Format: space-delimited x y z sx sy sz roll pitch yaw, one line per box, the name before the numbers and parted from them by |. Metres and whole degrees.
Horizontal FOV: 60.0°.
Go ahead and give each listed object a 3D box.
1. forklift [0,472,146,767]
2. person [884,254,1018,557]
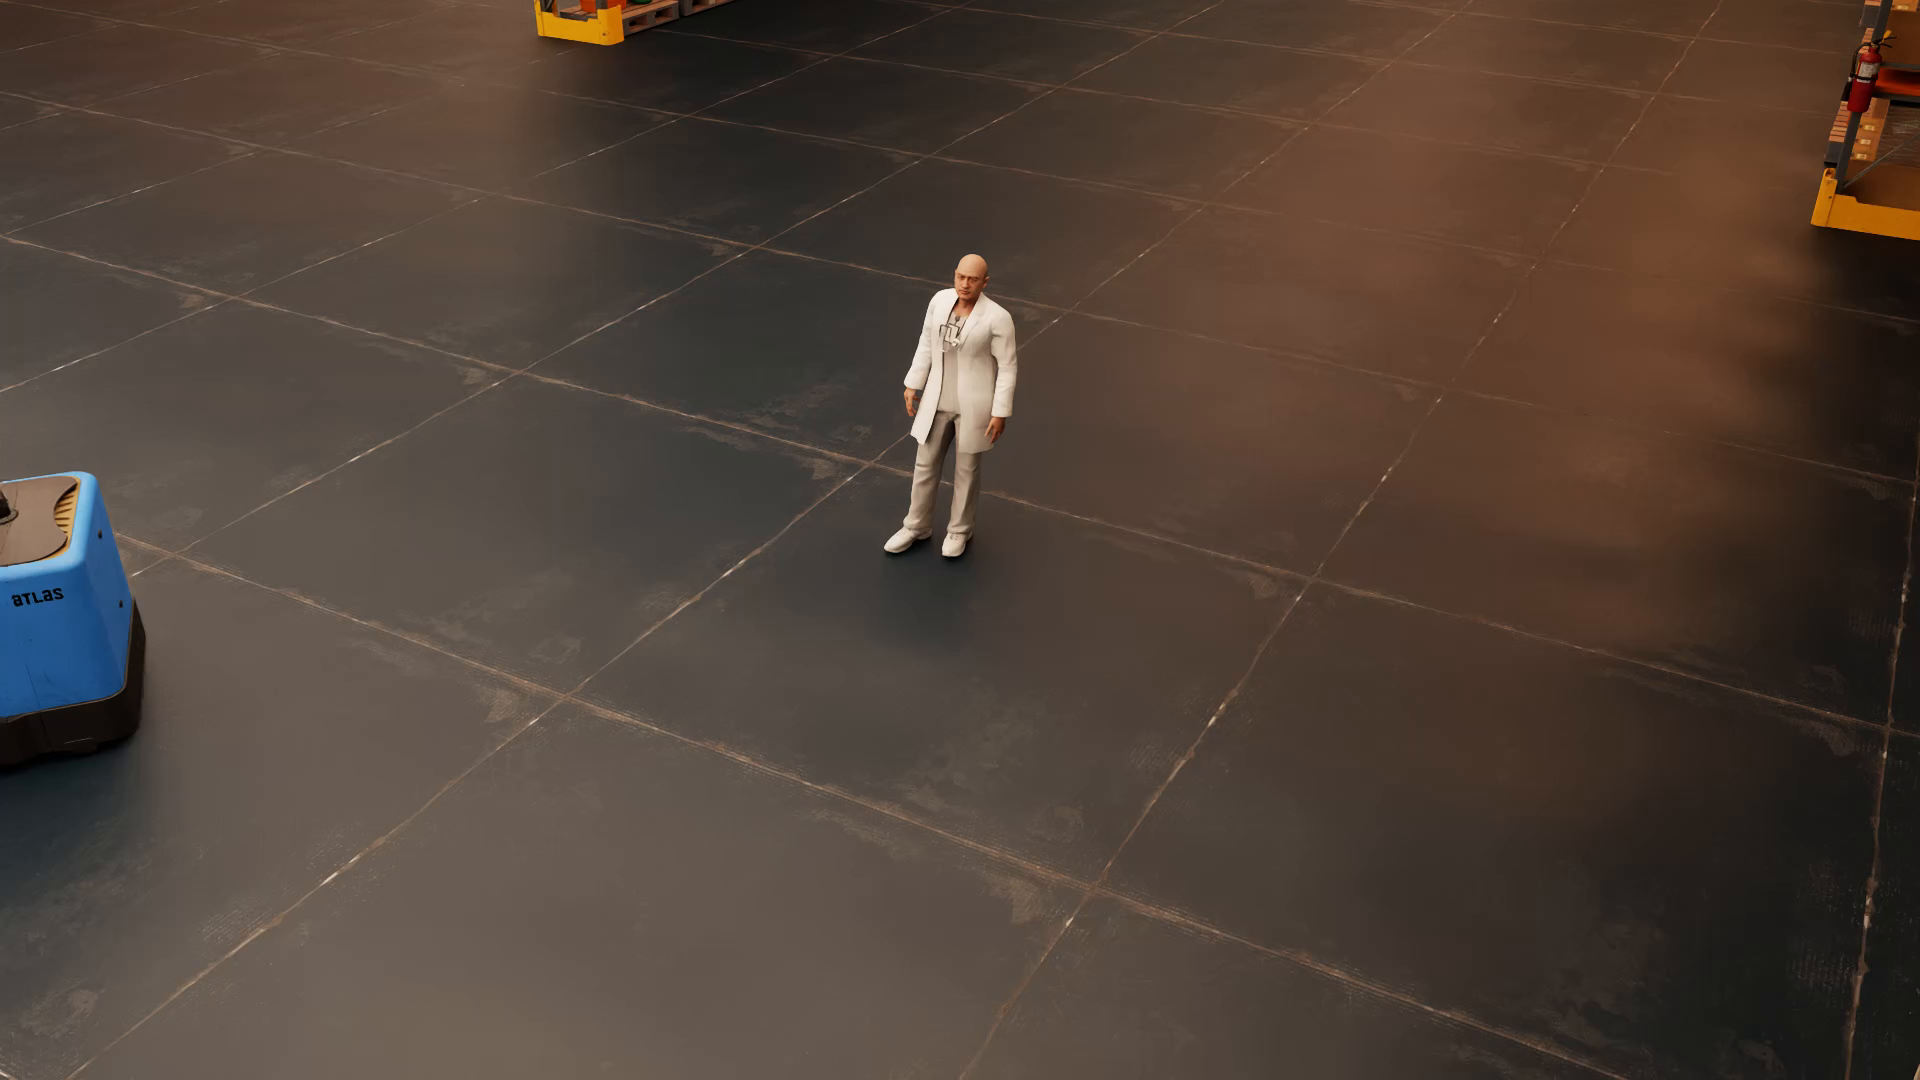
forklift | -5.655 -0.222 7.456 3.031 2.935 1.130 -11 32 -18
person | -0.048 -0.738 9.489 0.696 1.775 0.581 15 33 25
